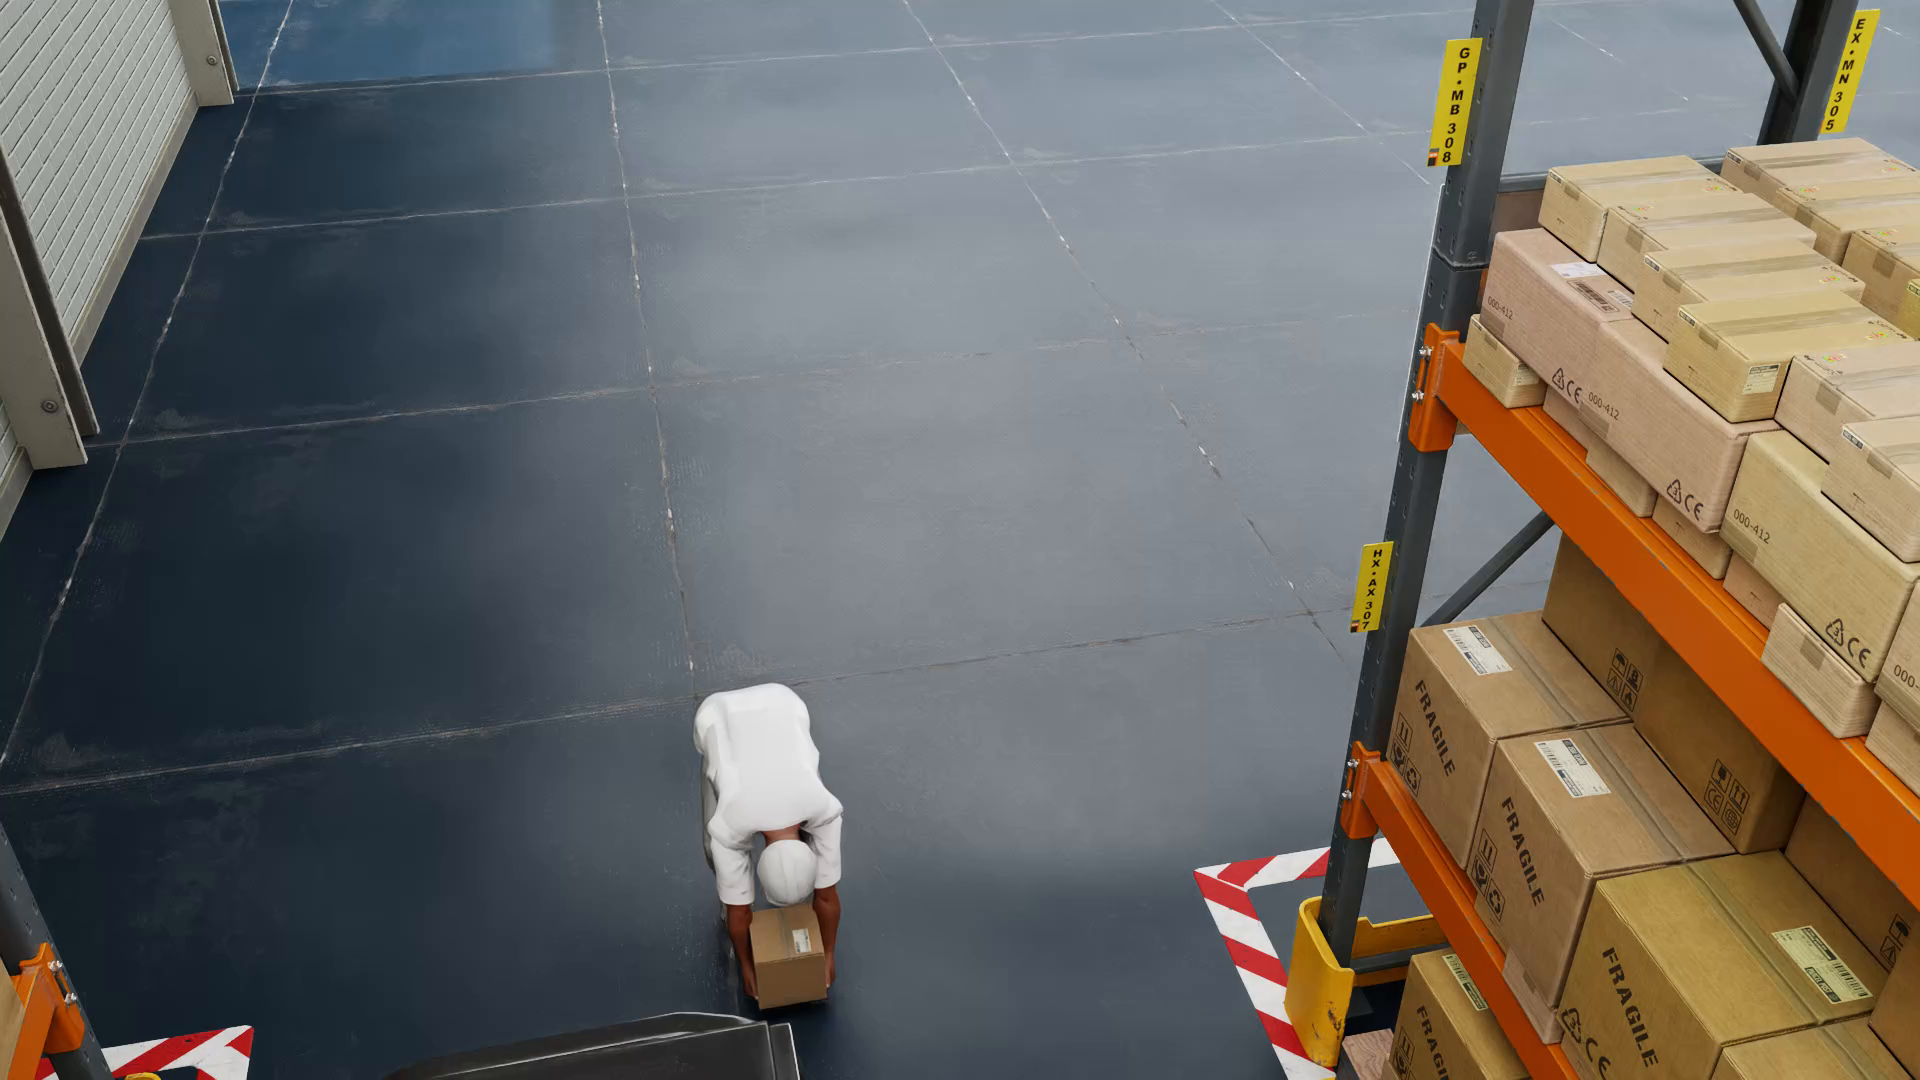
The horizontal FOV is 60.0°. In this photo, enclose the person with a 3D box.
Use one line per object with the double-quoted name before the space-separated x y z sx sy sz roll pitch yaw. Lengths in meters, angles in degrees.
"person" -0.694 1.118 6.170 0.502 0.979 0.974 -9 35 -13
